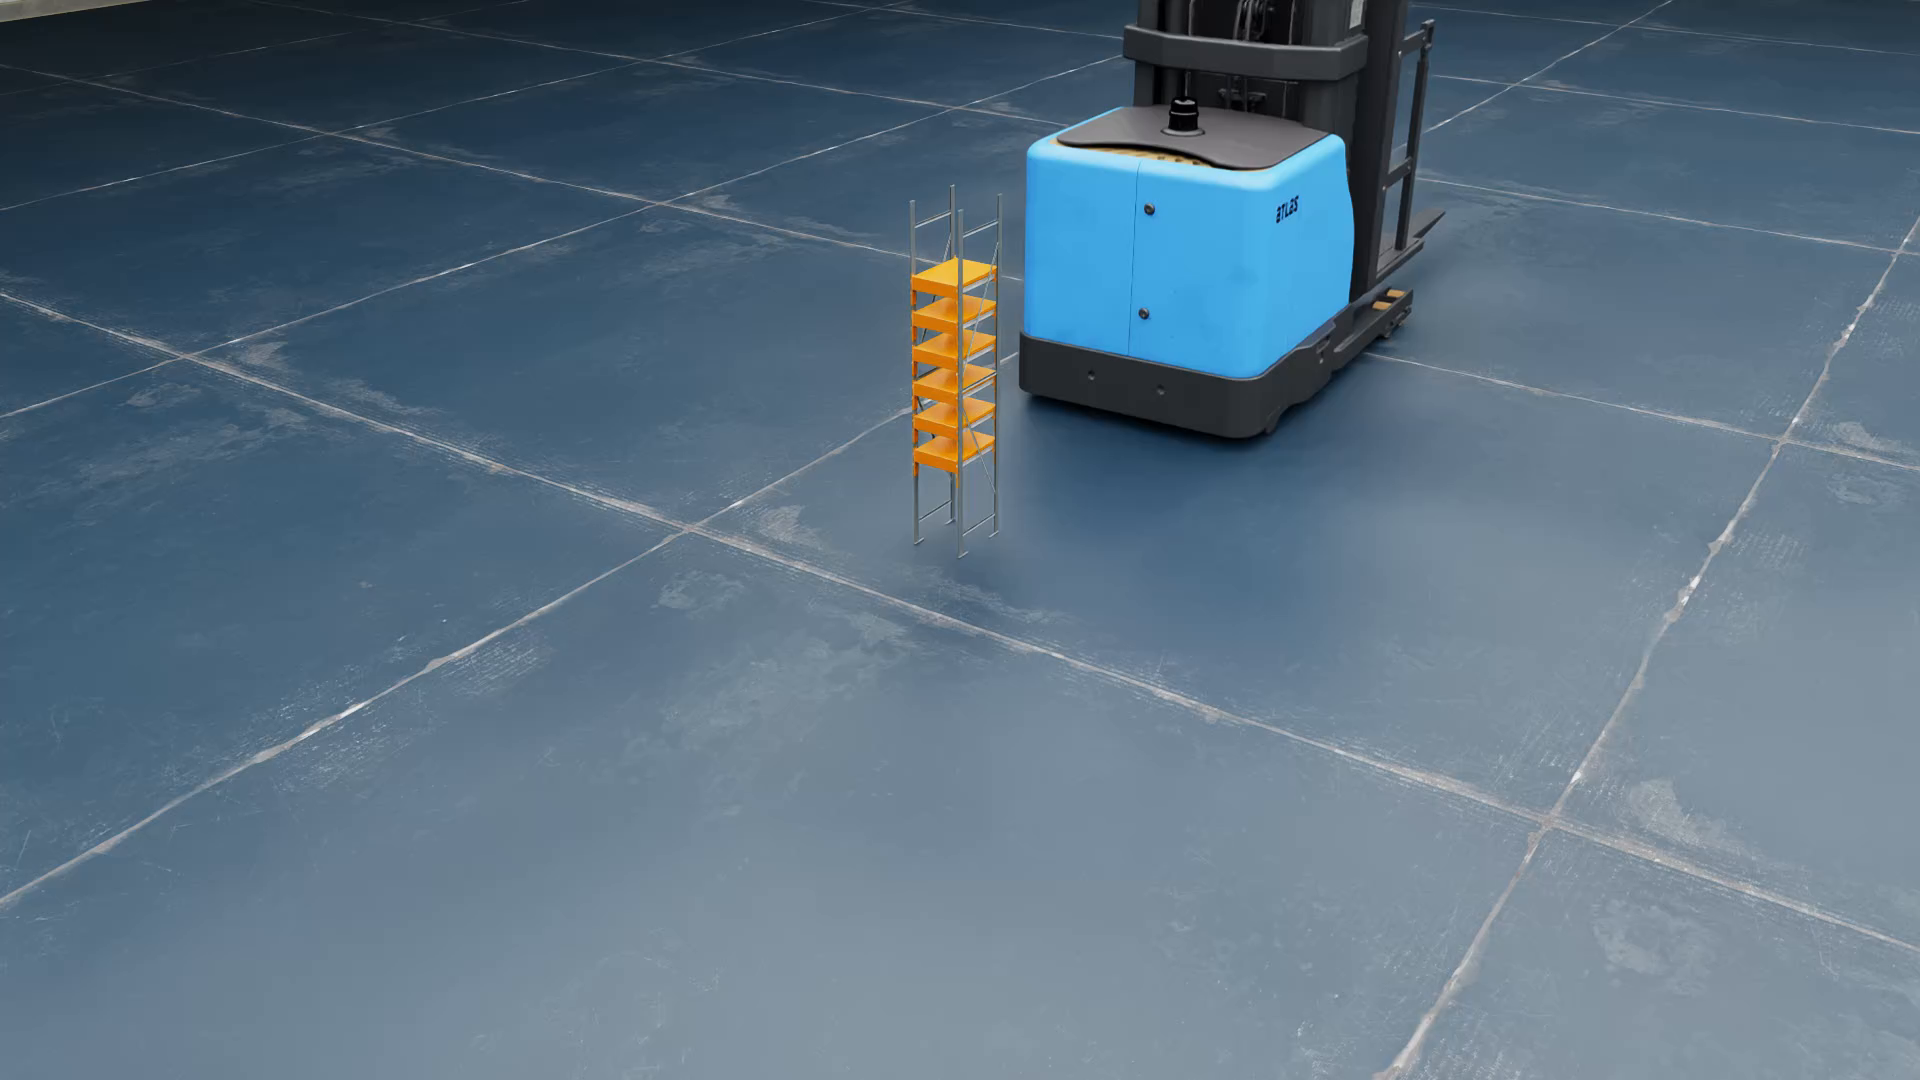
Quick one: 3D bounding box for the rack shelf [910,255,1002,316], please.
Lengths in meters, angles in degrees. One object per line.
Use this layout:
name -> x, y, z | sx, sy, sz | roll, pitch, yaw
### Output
rack shelf -> -0.012, -0.820, 5.342 | 0.180, 0.103, 0.258 | 17, 32, 30

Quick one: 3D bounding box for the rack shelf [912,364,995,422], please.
rack shelf -> -0.012, -0.499, 5.505 | 0.180, 0.103, 0.258 | 17, 32, 30

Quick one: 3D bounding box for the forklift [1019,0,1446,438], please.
forklift -> 1.442, -2.322, 7.082 | 1.130, 2.935, 3.031 | 16, 31, 28

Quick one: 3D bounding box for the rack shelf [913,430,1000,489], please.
rack shelf -> -0.012, -0.285, 5.614 | 0.180, 0.103, 0.258 | 17, 32, 30

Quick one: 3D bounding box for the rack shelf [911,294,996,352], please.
rack shelf -> -0.012, -0.713, 5.396 | 0.180, 0.103, 0.258 | 17, 32, 30

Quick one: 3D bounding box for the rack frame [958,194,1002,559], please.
rack frame -> 0.063, -0.515, 5.439 | 0.006, 1.200, 0.240 | 17, 32, 30

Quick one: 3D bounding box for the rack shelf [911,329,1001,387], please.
rack shelf -> -0.012, -0.606, 5.451 | 0.180, 0.103, 0.258 | 17, 32, 30

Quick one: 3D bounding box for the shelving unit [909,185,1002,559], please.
shelving unit -> -0.012, -0.538, 5.485 | 0.189, 1.200, 0.258 | 17, 32, 30

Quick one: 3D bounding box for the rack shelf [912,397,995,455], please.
rack shelf -> -0.012, -0.392, 5.560 | 0.180, 0.103, 0.258 | 17, 32, 30

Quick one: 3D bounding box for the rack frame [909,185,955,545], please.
rack frame -> -0.087, -0.562, 5.531 | 0.006, 1.200, 0.240 | 17, 32, 30
